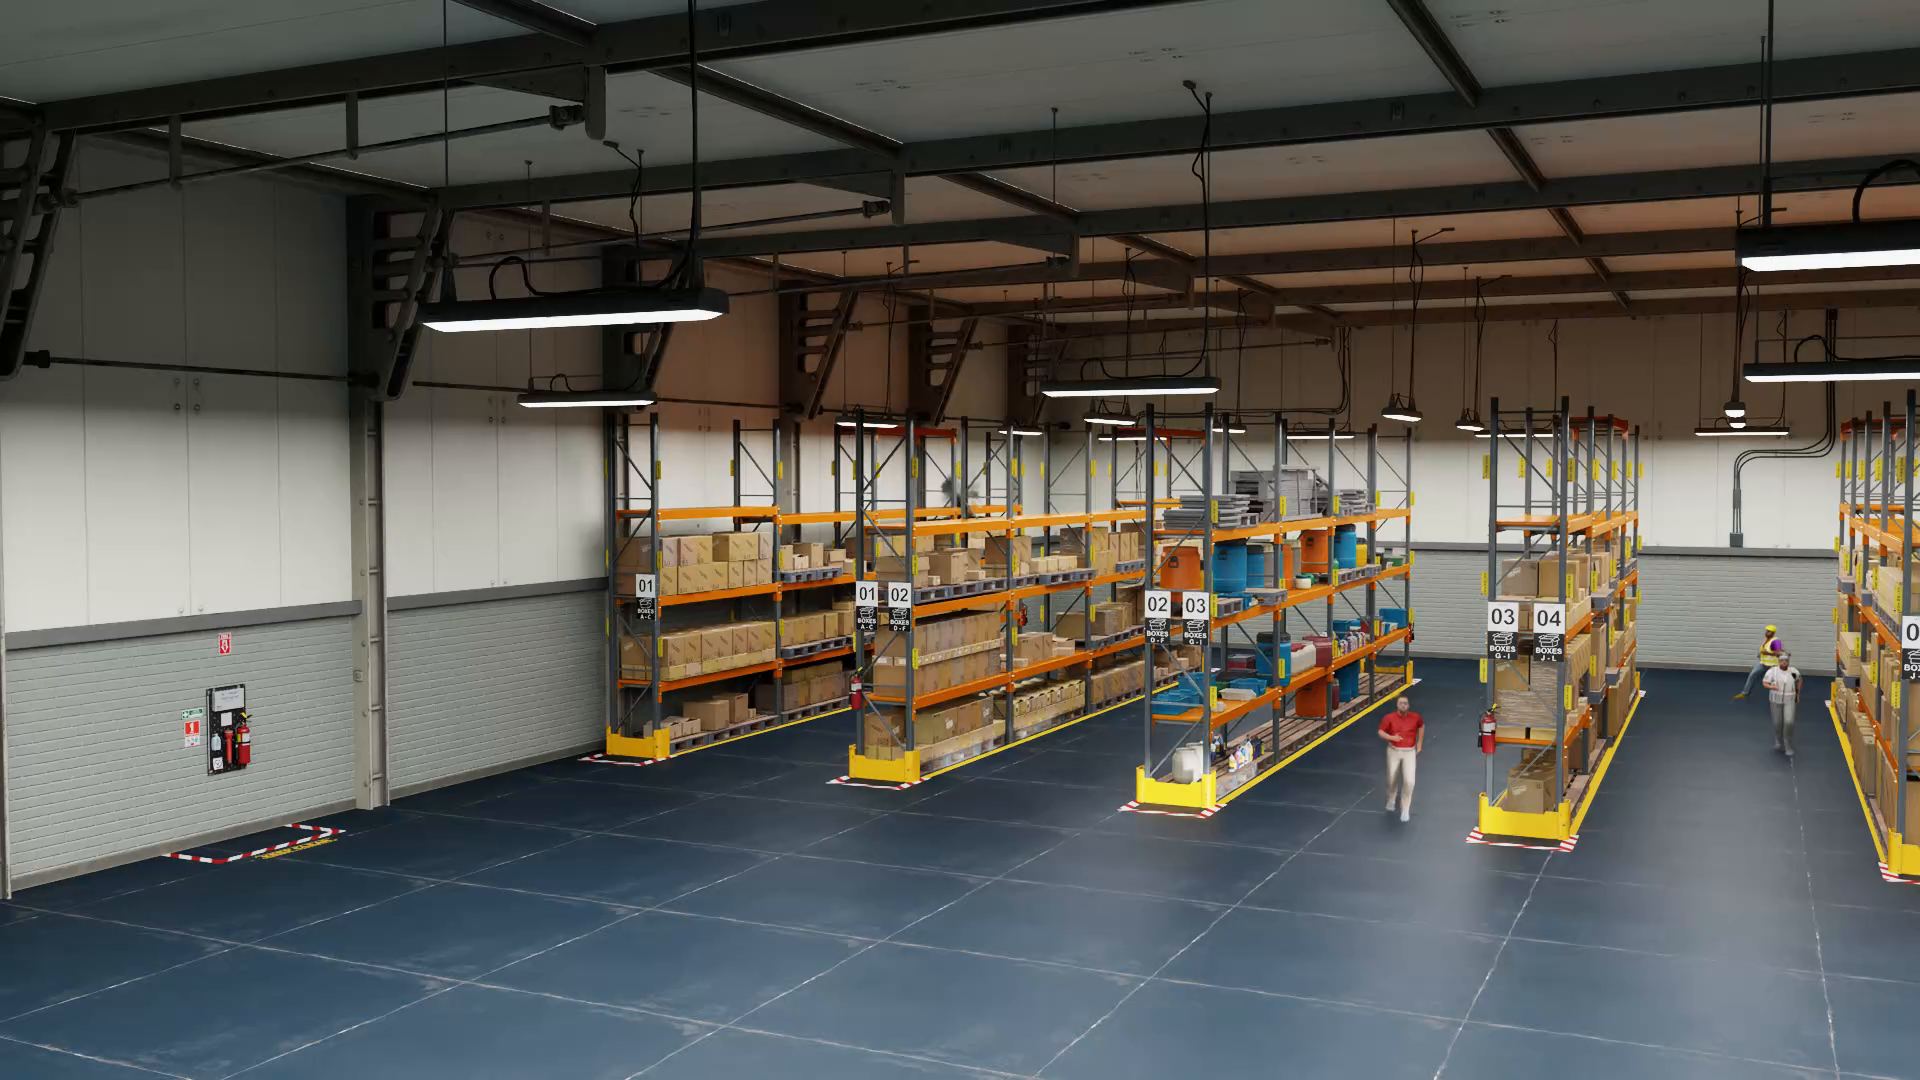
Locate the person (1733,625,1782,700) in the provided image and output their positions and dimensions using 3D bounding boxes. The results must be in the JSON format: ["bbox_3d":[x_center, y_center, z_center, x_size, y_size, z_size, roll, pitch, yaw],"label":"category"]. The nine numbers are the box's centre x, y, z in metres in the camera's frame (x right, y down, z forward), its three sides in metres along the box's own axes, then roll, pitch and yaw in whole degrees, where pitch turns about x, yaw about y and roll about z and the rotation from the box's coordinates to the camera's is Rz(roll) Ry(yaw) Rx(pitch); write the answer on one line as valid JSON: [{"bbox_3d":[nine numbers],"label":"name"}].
[{"bbox_3d":[17.413,2.659,35.911,1.109,1.633,0.763,-1,2,-15],"label":"person"}]

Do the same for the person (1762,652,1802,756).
[{"bbox_3d":[14.561,2.893,29.458,0.641,1.852,0.797,1,3,25],"label":"person"}]

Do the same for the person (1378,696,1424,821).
[{"bbox_3d":[6.374,3.146,24.018,0.670,1.811,0.779,0,2,10],"label":"person"}]
